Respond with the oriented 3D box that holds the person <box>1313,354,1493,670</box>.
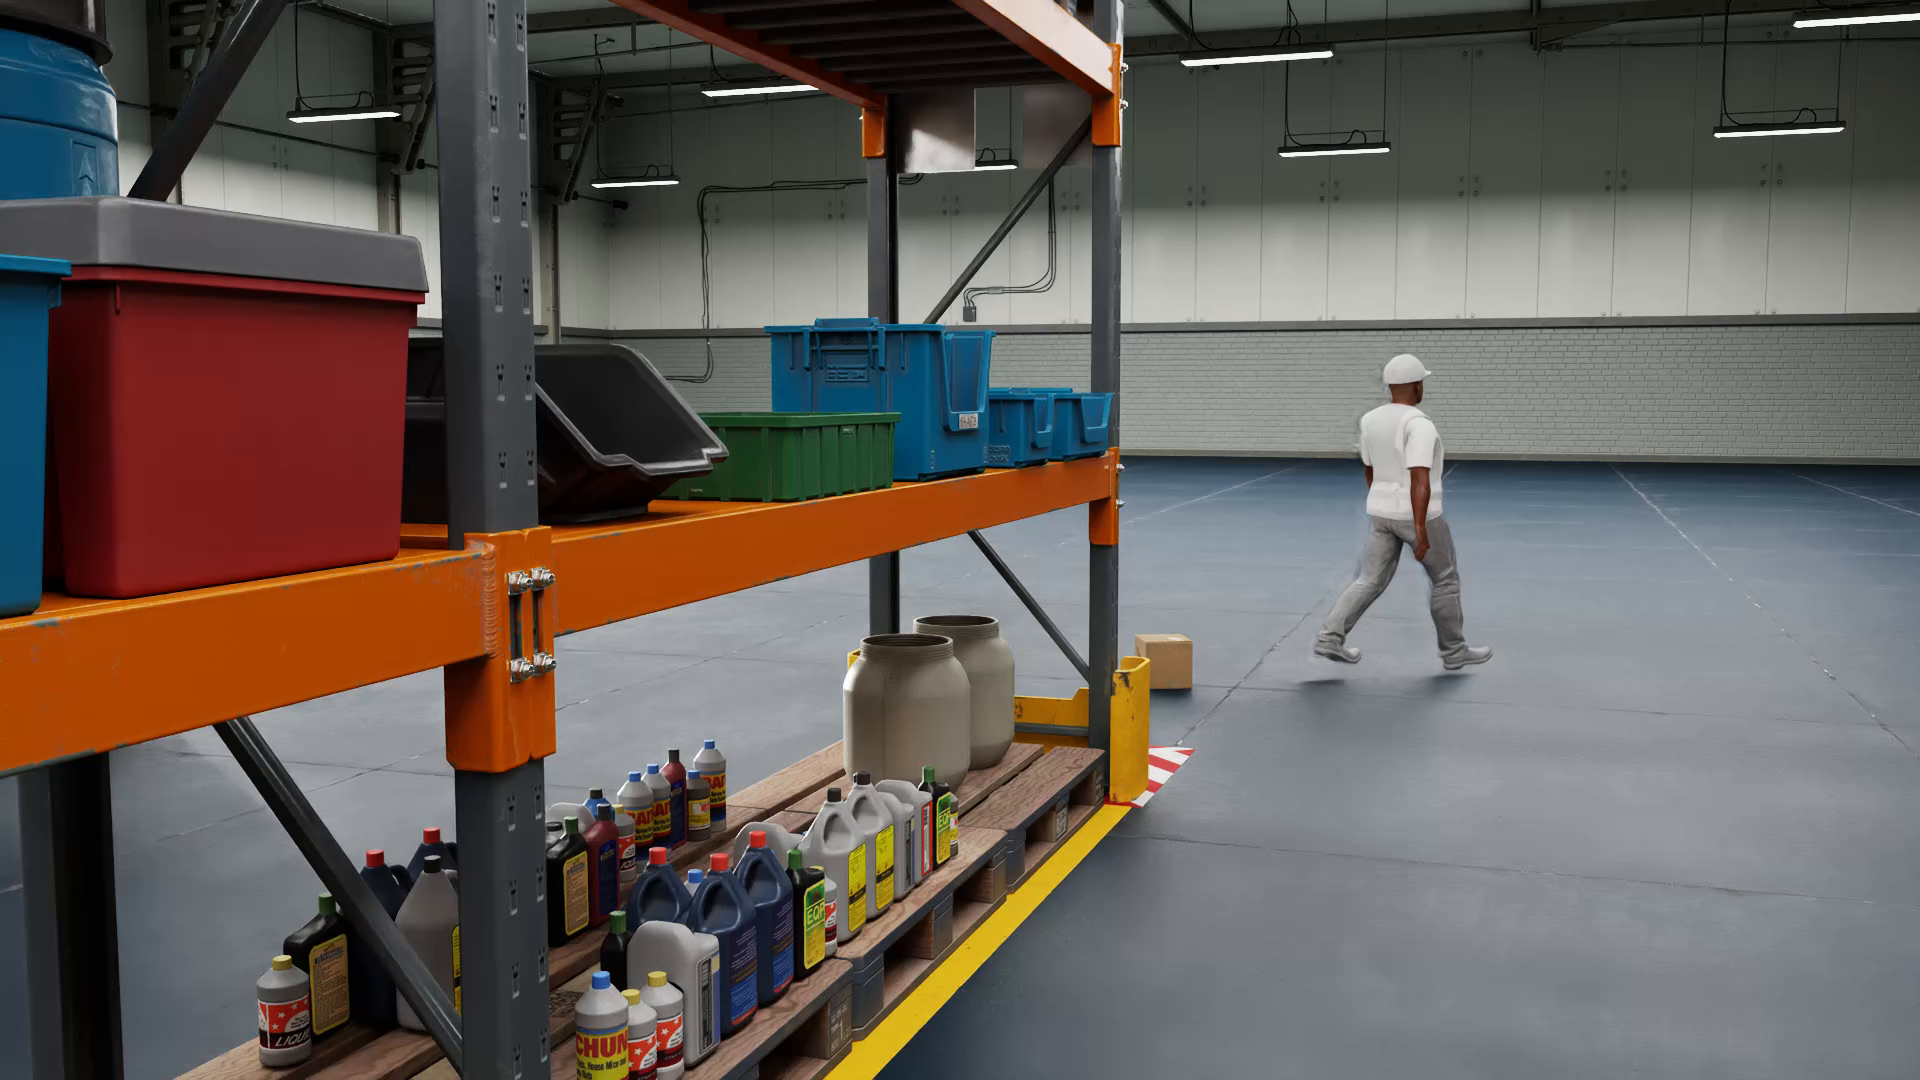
[{"bbox_3d":[2.414,-0.139,9.004,1.069,1.720,0.602,-3,6,-31],"label":"person"}]
